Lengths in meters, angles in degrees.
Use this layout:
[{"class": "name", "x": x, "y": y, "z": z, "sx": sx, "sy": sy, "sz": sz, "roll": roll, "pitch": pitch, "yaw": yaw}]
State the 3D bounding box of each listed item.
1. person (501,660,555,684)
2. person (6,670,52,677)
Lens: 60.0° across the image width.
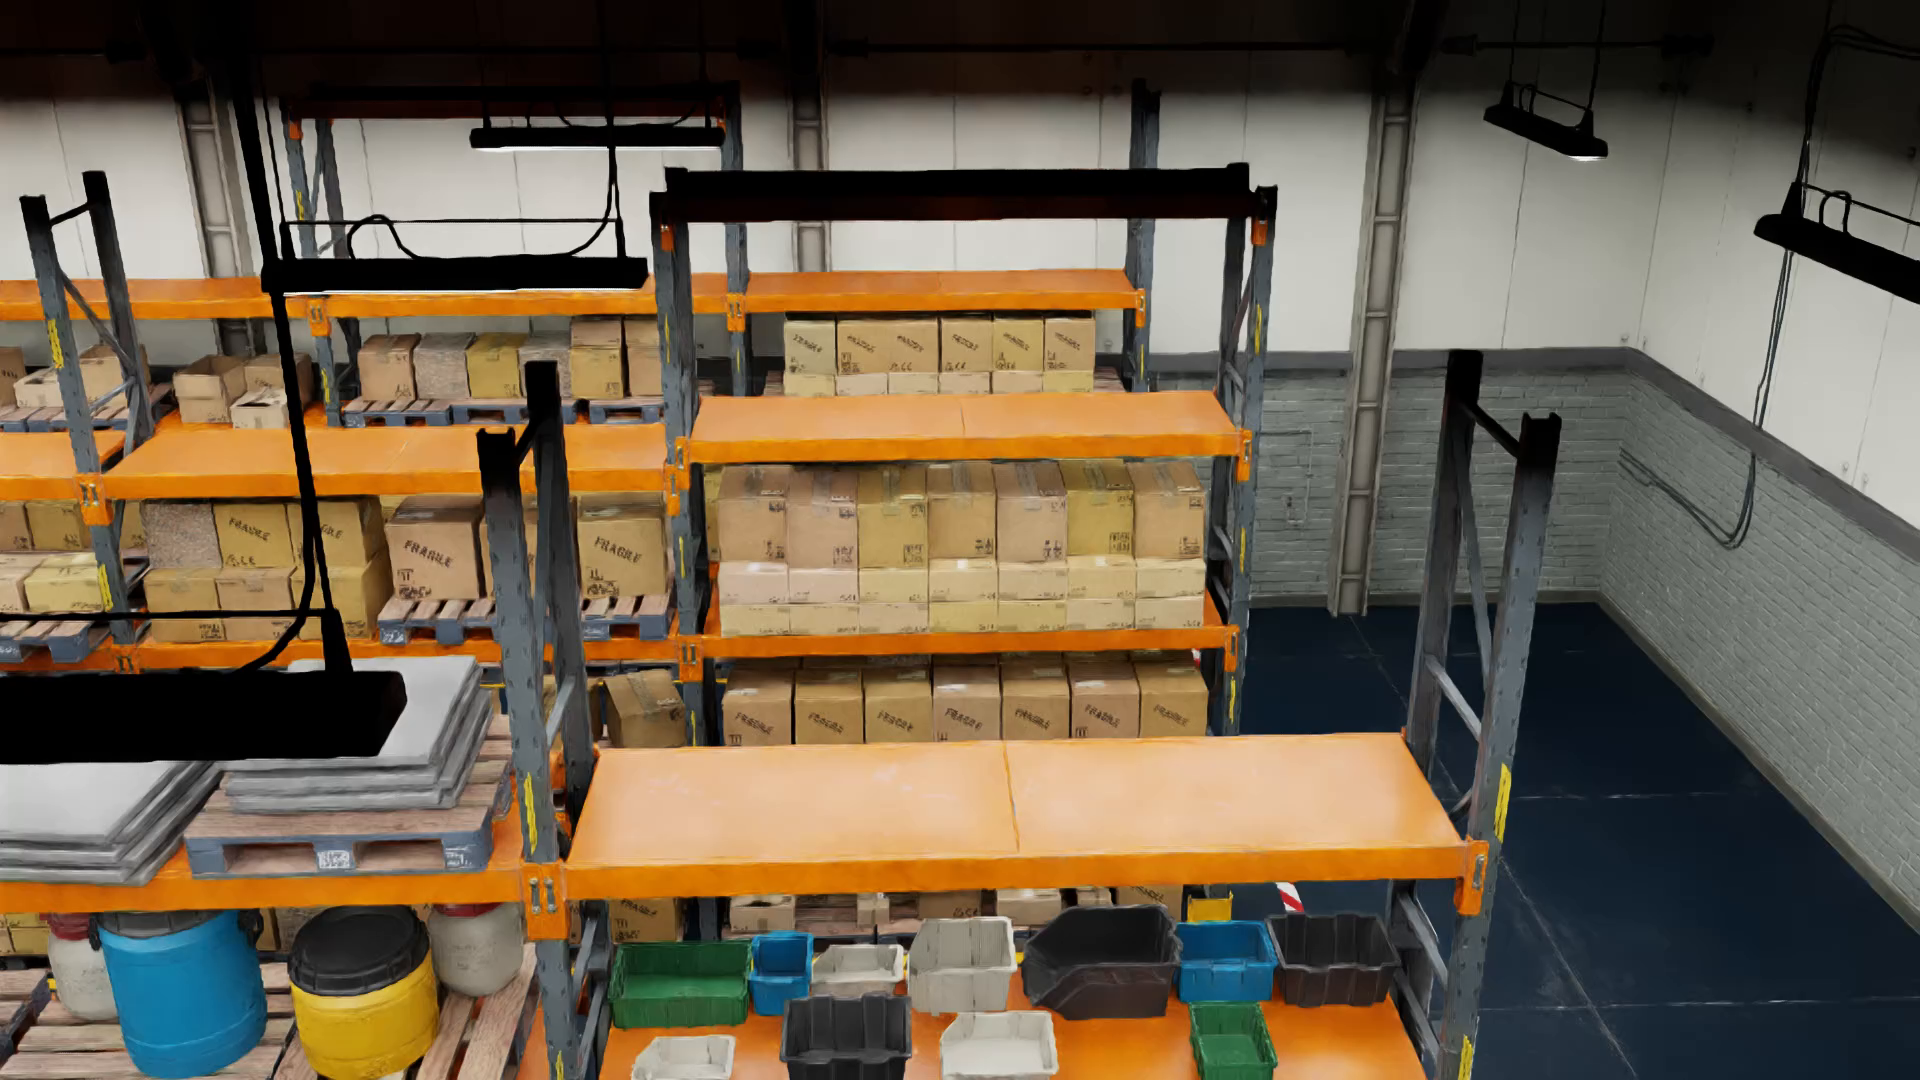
[{"class": "person", "x": -4.113, "y": 1.240, "z": 15.849, "sx": 0.545, "sy": 1.661, "sz": 0.443, "roll": -10, "pitch": 24, "yaw": -23}, {"class": "person", "x": -8.537, "y": 1.443, "z": 15.289, "sx": 1.195, "sy": 1.698, "sz": 0.601, "roll": -2, "pitch": 22, "yaw": -4}]
